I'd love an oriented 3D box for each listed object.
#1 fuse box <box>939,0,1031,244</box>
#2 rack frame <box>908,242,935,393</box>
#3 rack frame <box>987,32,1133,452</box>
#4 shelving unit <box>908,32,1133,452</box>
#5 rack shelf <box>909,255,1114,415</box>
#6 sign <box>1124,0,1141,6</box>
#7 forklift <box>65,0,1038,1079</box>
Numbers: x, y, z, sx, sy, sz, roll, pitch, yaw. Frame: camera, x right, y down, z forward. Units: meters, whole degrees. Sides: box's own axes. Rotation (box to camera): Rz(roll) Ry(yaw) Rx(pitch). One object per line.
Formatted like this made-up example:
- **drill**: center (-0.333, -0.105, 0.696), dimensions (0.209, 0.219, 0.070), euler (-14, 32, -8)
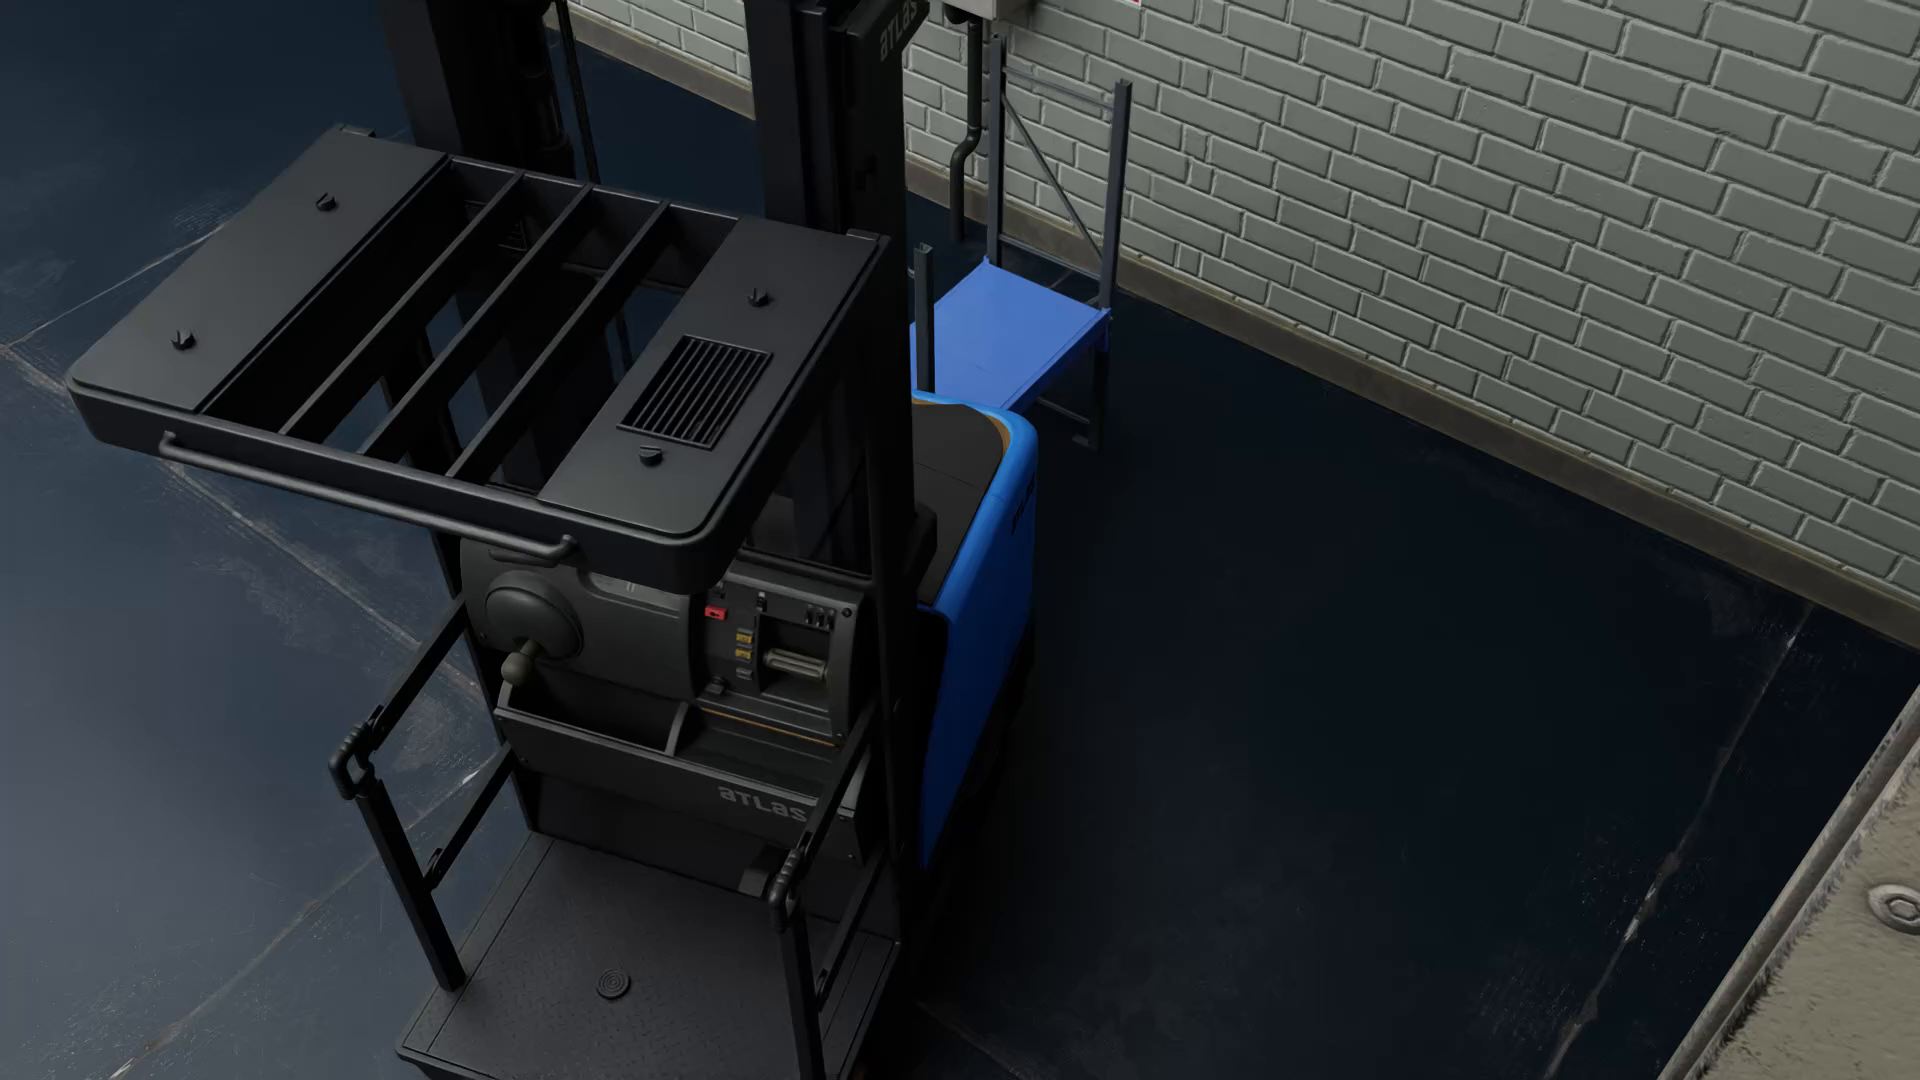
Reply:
- **fuse box**: center (-0.007, -1.819, 6.304), dimensions (0.539, 1.711, 0.414), euler (29, 53, 25)
- **rack frame**: center (-0.283, -0.354, 5.051), dimensions (0.500, 1.500, 0.032), euler (27, 52, 24)
- **rack frame**: center (0.306, -0.953, 5.623), dimensions (0.500, 1.500, 0.032), euler (27, 52, 24)
- **shelving unit**: center (0.011, -0.653, 5.337), dimensions (0.538, 1.500, 1.048), euler (27, 52, 24)
- **rack shelf**: center (0.011, -0.529, 5.467), dimensions (0.538, 0.185, 1.000), euler (27, 52, 24)
- **sign**: center (0.510, -2.131, 5.777), dimensions (0.329, 0.494, 0.001), euler (29, 53, 25)
- **forklift**: center (-0.725, 0.282, 3.453), dimensions (1.130, 2.935, 3.031), euler (14, 48, 13)
